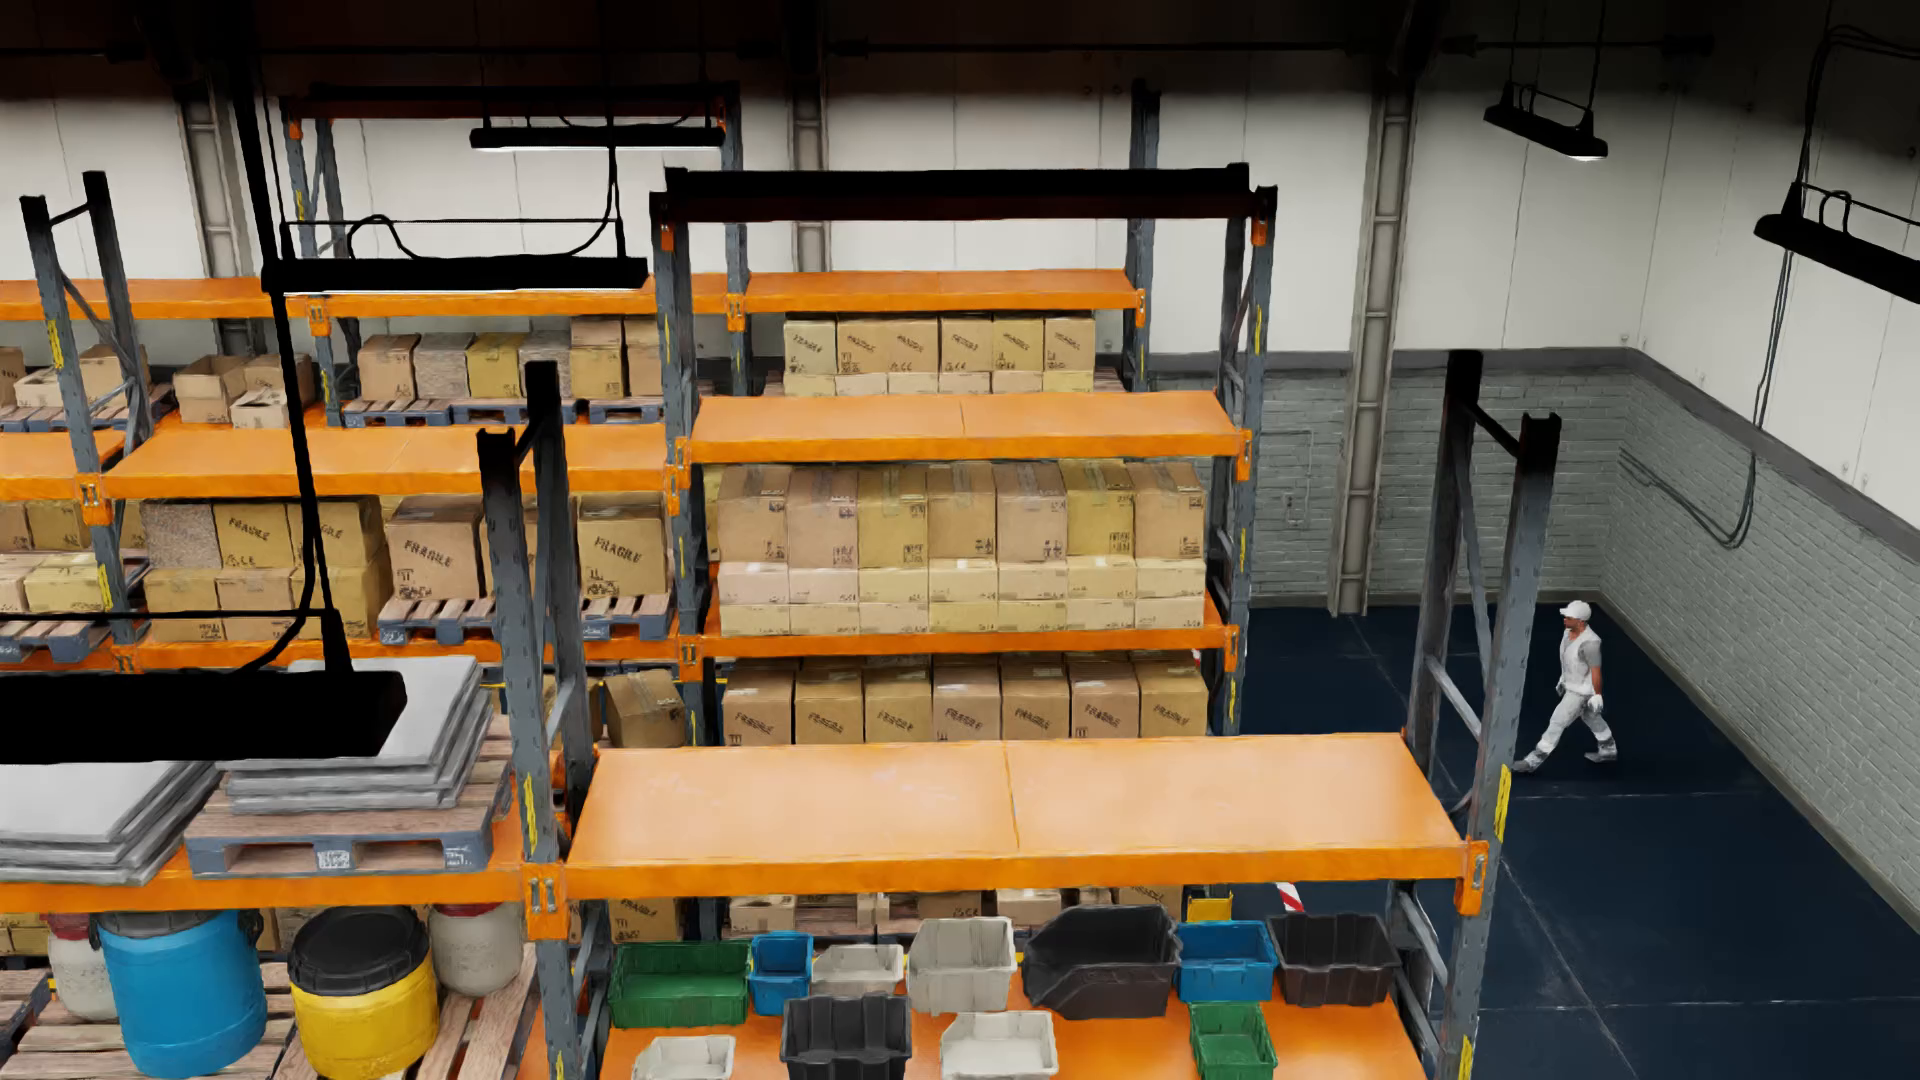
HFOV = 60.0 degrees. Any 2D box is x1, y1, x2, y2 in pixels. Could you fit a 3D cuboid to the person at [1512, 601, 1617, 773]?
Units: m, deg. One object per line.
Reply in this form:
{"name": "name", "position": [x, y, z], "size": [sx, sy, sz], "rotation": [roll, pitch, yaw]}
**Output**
{"name": "person", "position": [5.707, 1.349, 15.517], "size": [1.123, 1.709, 0.553], "rotation": [0, 22, 0]}
